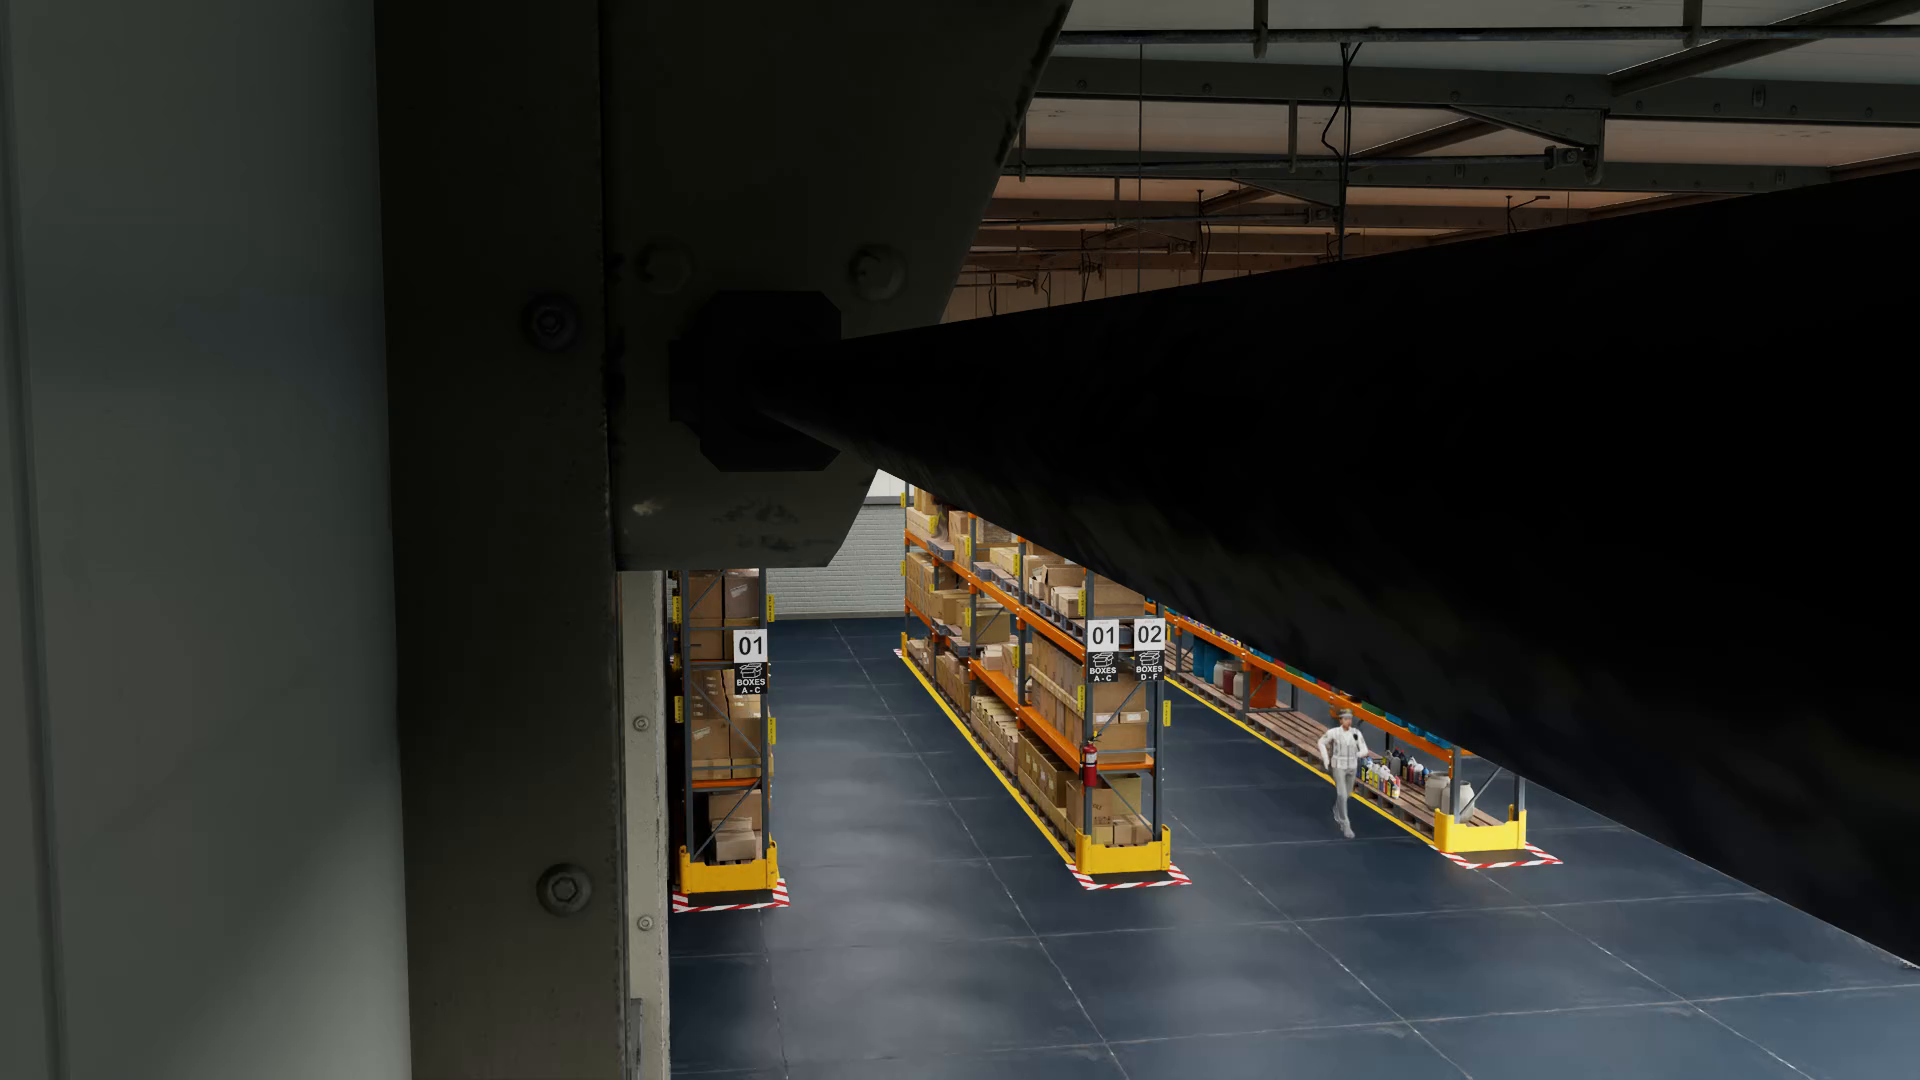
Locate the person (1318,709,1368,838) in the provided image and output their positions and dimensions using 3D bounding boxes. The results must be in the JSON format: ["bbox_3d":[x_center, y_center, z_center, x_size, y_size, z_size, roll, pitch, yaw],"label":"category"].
[{"bbox_3d":[5.236,3.115,22.648,0.614,1.689,0.919,-1,6,-9],"label":"person"}]

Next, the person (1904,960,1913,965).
[{"bbox_3d":[10.304,3.654,17.441,0.683,1.795,0.677,2,6,17],"label":"person"}]
